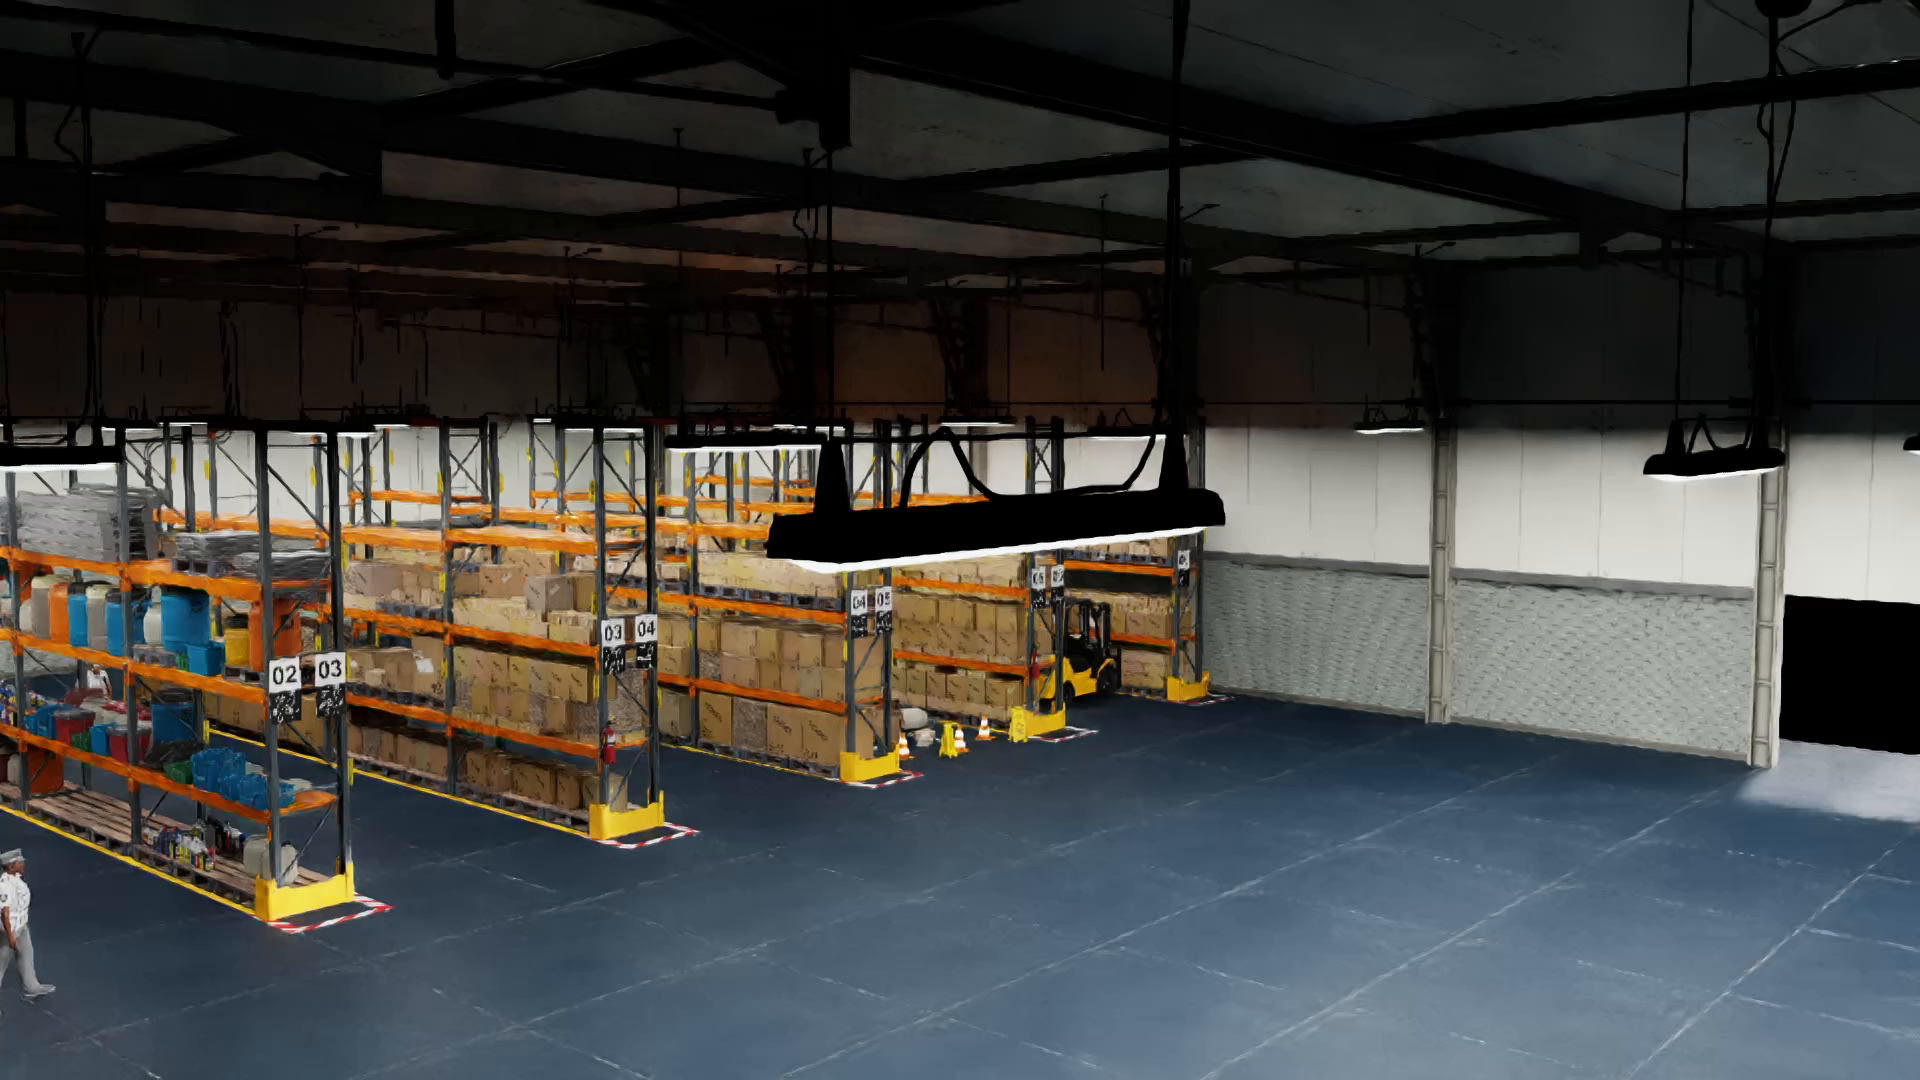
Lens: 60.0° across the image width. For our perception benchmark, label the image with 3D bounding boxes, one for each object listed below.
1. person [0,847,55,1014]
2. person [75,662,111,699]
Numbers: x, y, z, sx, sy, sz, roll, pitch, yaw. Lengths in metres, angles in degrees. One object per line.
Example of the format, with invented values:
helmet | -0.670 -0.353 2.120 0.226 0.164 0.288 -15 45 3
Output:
person | -9.900 4.045 17.394 0.558 1.658 0.697 -1 5 -12
person | -15.991 2.984 30.721 0.582 1.611 0.625 4 6 38
